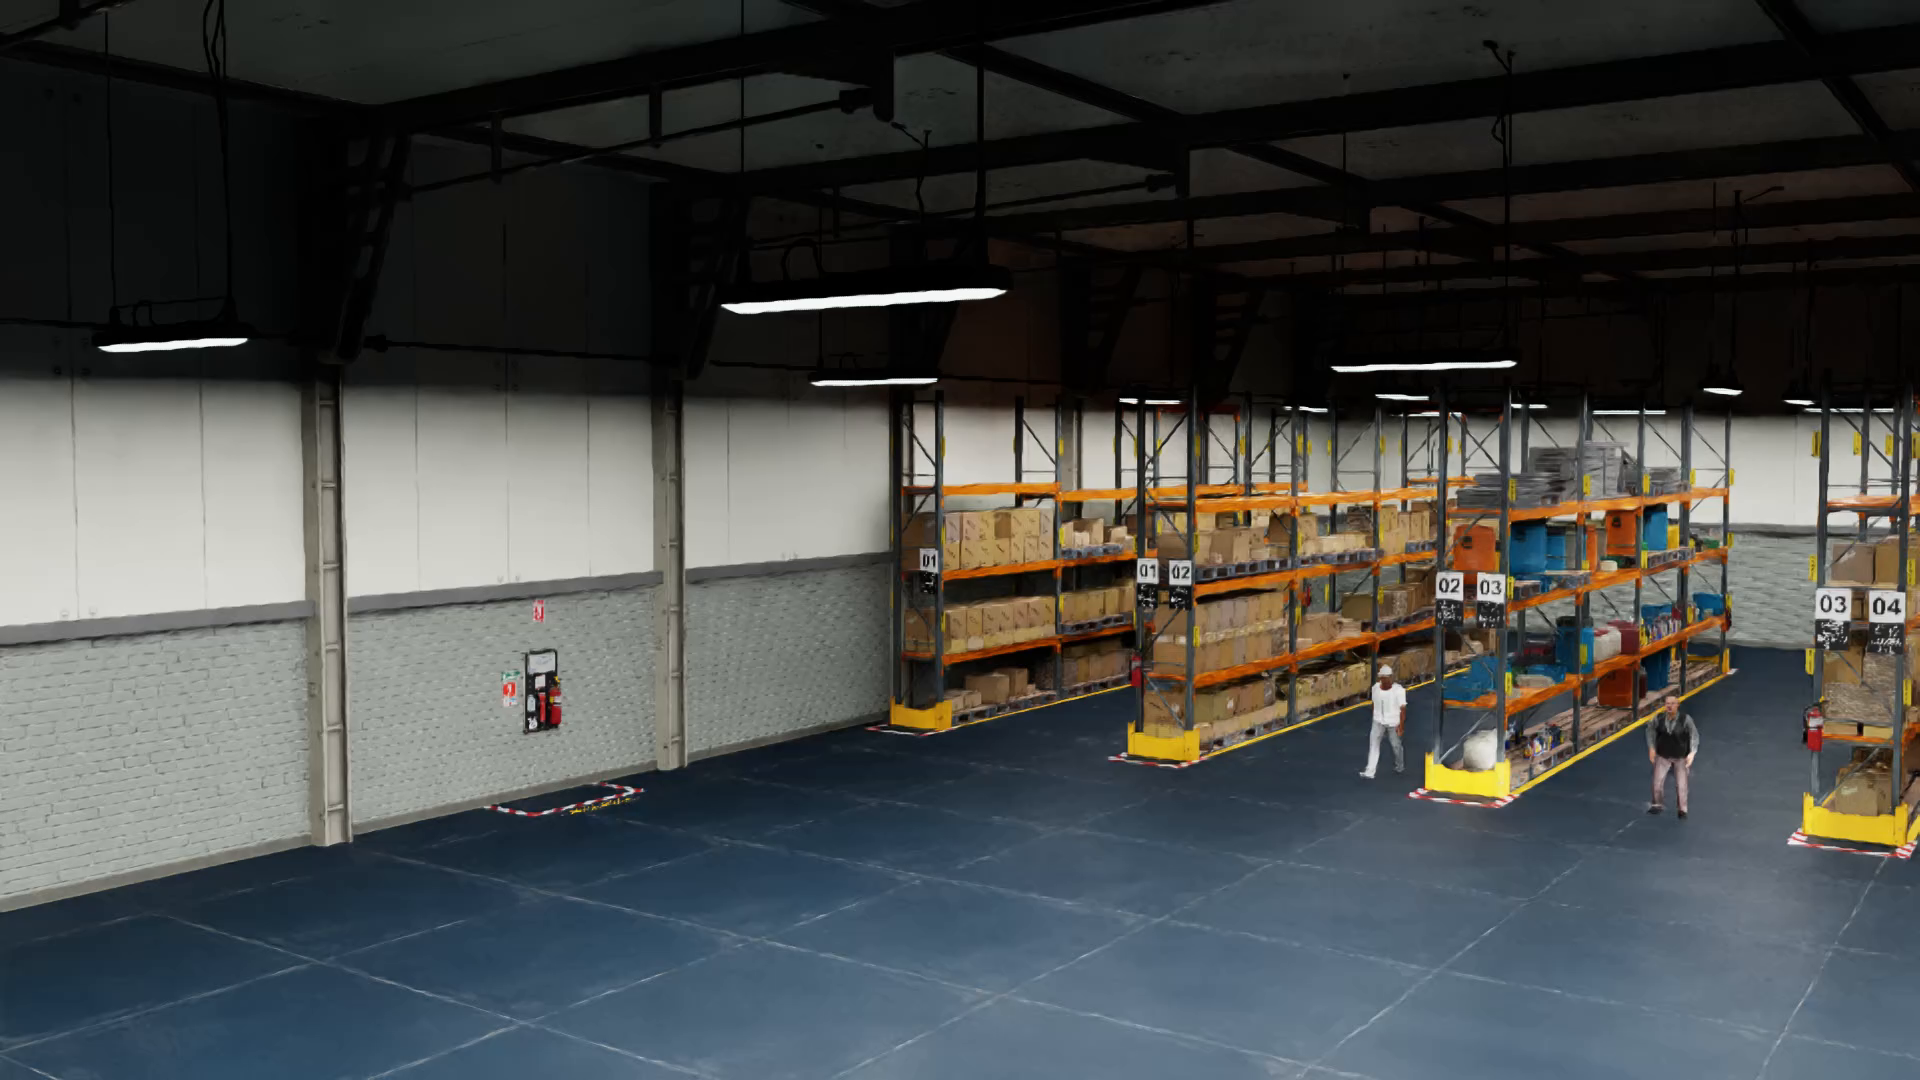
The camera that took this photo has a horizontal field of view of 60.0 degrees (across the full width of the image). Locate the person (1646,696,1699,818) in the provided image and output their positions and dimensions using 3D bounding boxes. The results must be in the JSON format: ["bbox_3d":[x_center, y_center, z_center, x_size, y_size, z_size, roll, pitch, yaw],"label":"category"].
[{"bbox_3d":[9.590,2.911,22.404,0.677,1.674,0.534,2,4,33],"label":"person"}]

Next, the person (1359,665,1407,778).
[{"bbox_3d":[6.447,2.727,25.134,0.574,1.687,1.116,2,4,34],"label":"person"}]
